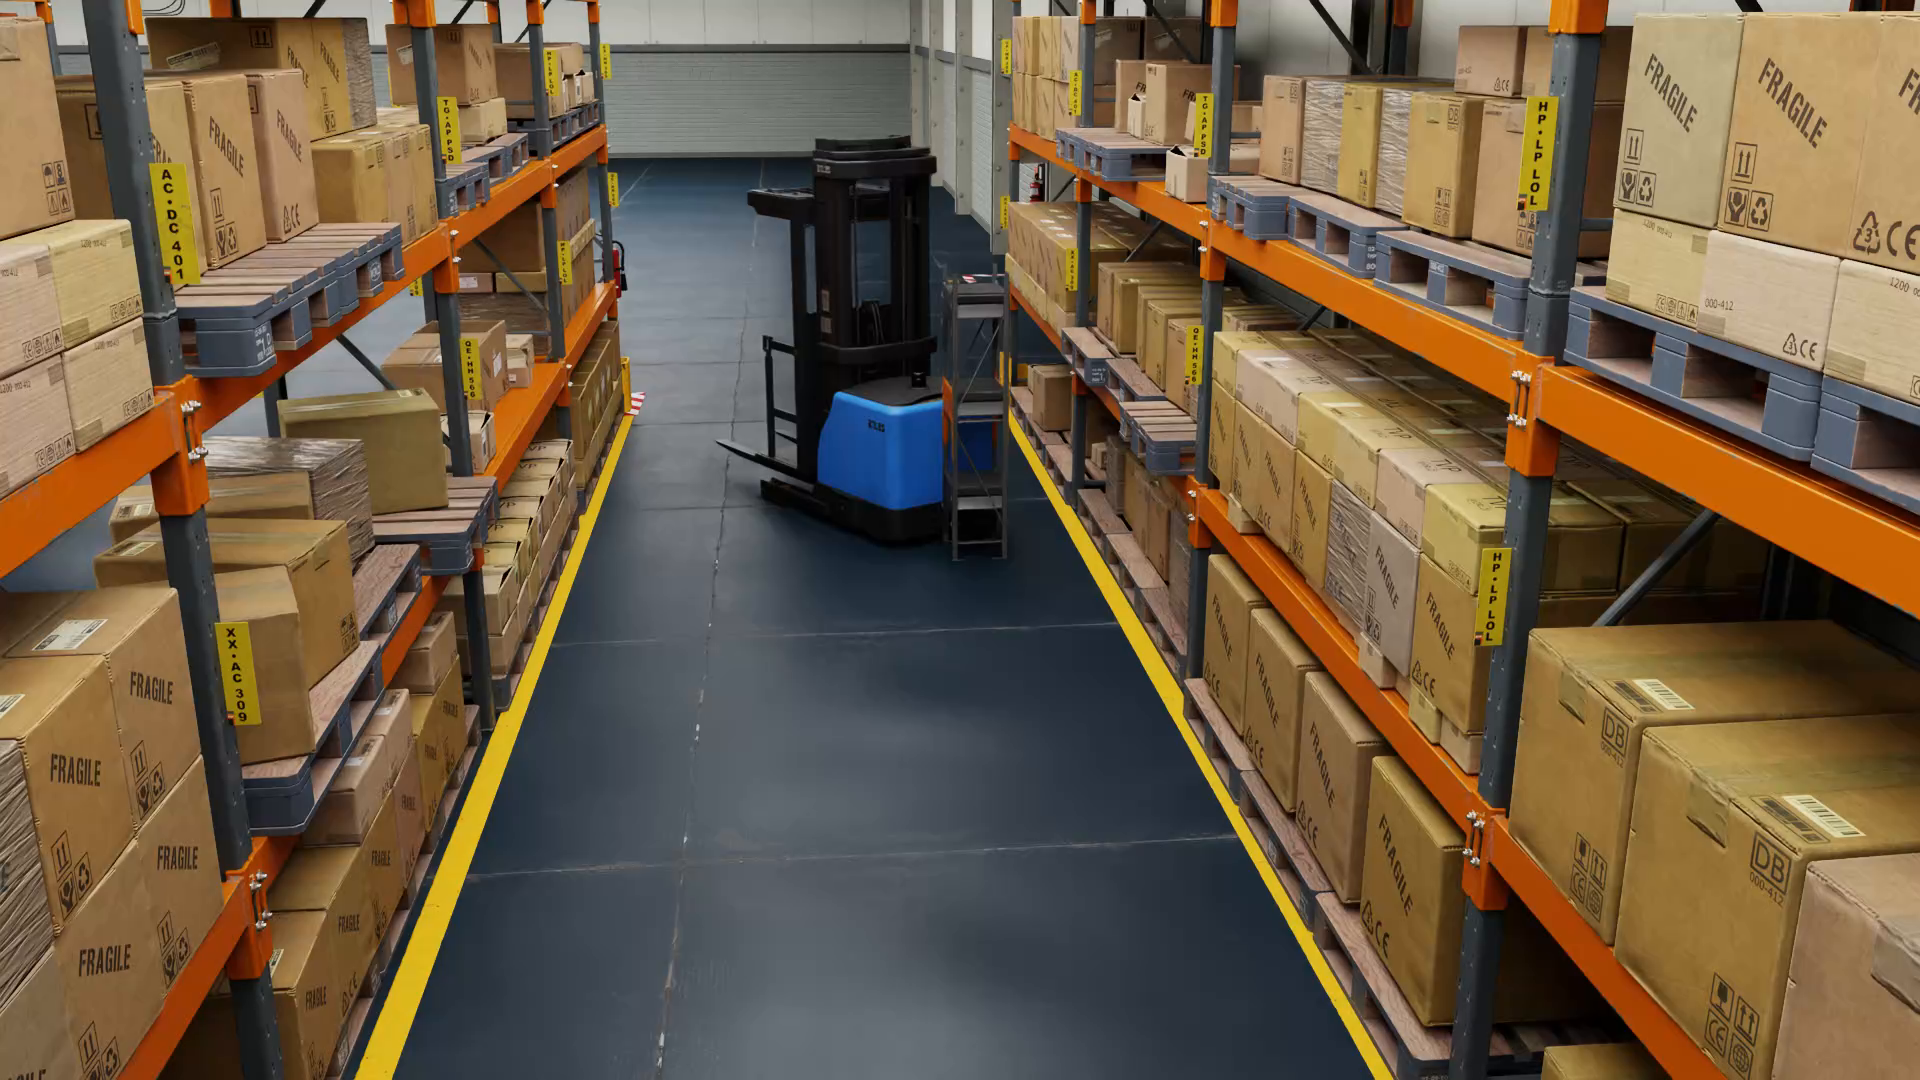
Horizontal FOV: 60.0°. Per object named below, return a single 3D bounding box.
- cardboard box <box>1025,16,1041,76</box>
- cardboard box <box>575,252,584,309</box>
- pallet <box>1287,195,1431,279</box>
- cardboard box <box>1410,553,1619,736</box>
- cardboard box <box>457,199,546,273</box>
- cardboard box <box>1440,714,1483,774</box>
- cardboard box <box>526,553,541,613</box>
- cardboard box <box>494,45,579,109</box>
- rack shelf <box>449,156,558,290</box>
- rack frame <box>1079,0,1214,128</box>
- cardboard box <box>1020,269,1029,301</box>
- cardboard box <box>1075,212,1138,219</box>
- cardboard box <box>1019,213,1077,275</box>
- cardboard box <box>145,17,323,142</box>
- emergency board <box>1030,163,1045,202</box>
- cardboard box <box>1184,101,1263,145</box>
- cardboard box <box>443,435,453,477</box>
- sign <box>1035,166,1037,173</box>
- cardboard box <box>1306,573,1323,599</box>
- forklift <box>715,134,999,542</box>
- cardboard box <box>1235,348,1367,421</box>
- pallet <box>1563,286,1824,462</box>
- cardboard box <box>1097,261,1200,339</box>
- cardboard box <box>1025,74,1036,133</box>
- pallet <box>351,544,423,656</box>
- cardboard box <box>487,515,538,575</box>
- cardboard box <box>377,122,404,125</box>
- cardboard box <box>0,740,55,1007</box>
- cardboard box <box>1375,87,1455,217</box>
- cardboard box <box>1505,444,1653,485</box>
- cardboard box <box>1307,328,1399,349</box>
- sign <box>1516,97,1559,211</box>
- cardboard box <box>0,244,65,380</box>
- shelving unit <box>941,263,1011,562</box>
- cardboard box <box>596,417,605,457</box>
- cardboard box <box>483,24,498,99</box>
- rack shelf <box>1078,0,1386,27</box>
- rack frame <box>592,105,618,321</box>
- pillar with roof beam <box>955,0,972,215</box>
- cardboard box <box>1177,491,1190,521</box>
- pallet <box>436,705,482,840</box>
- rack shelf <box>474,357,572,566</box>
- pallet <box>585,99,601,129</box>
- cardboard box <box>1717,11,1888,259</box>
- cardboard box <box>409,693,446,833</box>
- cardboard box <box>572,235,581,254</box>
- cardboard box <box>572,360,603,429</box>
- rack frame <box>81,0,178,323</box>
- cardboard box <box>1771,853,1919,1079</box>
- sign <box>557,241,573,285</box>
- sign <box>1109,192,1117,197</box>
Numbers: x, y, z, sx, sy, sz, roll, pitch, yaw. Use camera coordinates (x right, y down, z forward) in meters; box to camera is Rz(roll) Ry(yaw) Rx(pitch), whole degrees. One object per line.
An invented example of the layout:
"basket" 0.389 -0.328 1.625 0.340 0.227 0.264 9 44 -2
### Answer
"cardboard box" 0.861 -4.438 14.927 0.500 0.500 0.500 -1 17 -4
"cardboard box" -3.790 -2.347 14.980 0.700 0.500 0.500 -2 18 -5
"pallet" 2.060 -1.332 7.220 1.003 0.211 1.213 -1 17 -3
"cardboard box" 1.937 0.348 5.862 0.500 0.500 0.500 -2 18 -7
"cardboard box" -3.569 -2.351 12.824 0.700 0.500 0.500 -2 18 -5
"cardboard box" 1.919 0.696 5.839 0.380 0.149 0.250 -2 18 -5
"cardboard box" -2.979 0.282 10.661 0.500 0.250 0.500 -2 18 -7
"cardboard box" -3.561 -3.794 13.639 0.797 0.503 0.637 0 17 0
"rack shelf" -3.311 -2.044 10.373 1.077 0.370 4.000 -2 18 -6
"rack frame" 1.410 -4.568 12.205 1.000 3.000 0.127 -2 18 -6
"cardboard box" 0.846 -2.374 15.449 0.500 0.250 0.500 -2 18 -7
"cardboard box" 1.357 -2.756 15.411 0.500 0.500 0.500 -2 18 -7
"cardboard box" 0.836 -2.740 15.363 0.500 0.500 0.500 -2 18 -7
"cardboard box" -2.960 -1.882 6.820 0.500 0.500 0.500 -2 18 -6
"emergency board" 1.094 -5.241 24.363 0.194 1.169 0.643 -2 18 -6
"cardboard box" 1.781 -2.393 10.079 0.797 0.503 0.637 1 17 2
"cardboard box" -3.098 -0.427 9.179 0.500 0.311 0.500 -1 17 -2
"sign" 1.140 -5.426 24.893 0.001 0.329 0.234 -2 18 -6
"cardboard box" 1.795 0.158 7.552 0.380 0.149 0.250 -2 18 -5
"forklift" -0.988 -1.765 13.407 1.130 2.935 3.031 -13 22 -35
"cardboard box" 1.669 -0.768 8.167 0.500 0.250 0.500 -2 18 -6
"pallet" 2.309 -0.467 4.298 1.003 0.211 1.213 -2 18 -6
"cardboard box" 1.429 -1.811 12.536 0.700 0.500 0.500 -2 18 -5
"cardboard box" 0.861 -3.963 15.085 0.500 0.500 0.500 -1 17 -3
"pallet" -2.899 0.311 7.000 1.003 0.211 1.213 -2 18 -6
"cardboard box" -2.979 0.010 10.589 0.500 0.311 0.500 -2 18 -7
"cardboard box" -3.207 -2.054 8.752 0.500 0.250 0.500 -3 18 -10
"cardboard box" -2.275 0.752 3.437 0.500 0.500 0.500 -2 18 -5
"cardboard box" 2.144 -1.592 6.831 0.700 0.500 0.500 -2 18 -6
"cardboard box" 2.386 -0.180 6.295 0.500 0.250 0.500 -2 17 -5
"cardboard box" 2.127 -0.944 8.728 0.500 0.250 0.500 -1 17 -4
"sign" 1.696 -1.131 4.875 0.100 0.325 0.005 -2 18 -6
"cardboard box" -2.323 -0.481 3.609 0.500 0.250 0.500 -2 18 -6
"shelving unit" 0.109 -0.923 12.110 0.431 2.100 0.503 -3 18 -8
"cardboard box" -3.356 -0.886 14.381 0.500 0.250 0.500 -2 18 -6
"cardboard box" -3.493 -3.285 11.421 0.500 0.500 0.500 -2 17 -5
"rack shelf" 1.616 -3.438 10.475 1.077 0.370 4.000 -2 18 -6
"rack frame" -3.930 -2.744 16.409 1.000 3.000 0.127 -2 18 -6
"pillar with roof beam" -4.209 -10.808 32.080 9.100 9.000 0.400 -2 18 -6
"cardboard box" 1.700 -0.274 10.729 0.500 0.250 0.500 -1 17 -5
"pallet" -3.065 1.194 8.522 1.003 0.211 1.213 -2 18 -6
"rack shelf" -3.311 -0.613 10.822 1.077 0.370 4.000 -2 18 -6
"pallet" -3.882 -3.921 15.299 1.003 0.211 1.213 -2 18 -6
"cardboard box" 2.089 -0.914 3.703 0.500 0.500 0.500 -2 18 -7
"cardboard box" -2.721 1.048 7.769 0.500 0.500 0.500 -2 18 -8
"cardboard box" -3.566 -2.607 14.724 0.380 0.149 0.250 -1 17 -4
"cardboard box" -3.357 -1.244 14.269 0.500 0.500 0.500 -2 18 -6
"rack frame" -2.692 -2.031 4.122 1.000 3.000 0.127 -2 18 -6
"cardboard box" 2.429 1.131 3.567 0.980 0.700 0.700 -3 18 -8
"sign" -2.978 -2.086 12.514 0.100 0.325 0.005 -2 18 -6
"sign" 1.551 -3.612 16.714 0.100 0.325 0.005 -2 18 -6
